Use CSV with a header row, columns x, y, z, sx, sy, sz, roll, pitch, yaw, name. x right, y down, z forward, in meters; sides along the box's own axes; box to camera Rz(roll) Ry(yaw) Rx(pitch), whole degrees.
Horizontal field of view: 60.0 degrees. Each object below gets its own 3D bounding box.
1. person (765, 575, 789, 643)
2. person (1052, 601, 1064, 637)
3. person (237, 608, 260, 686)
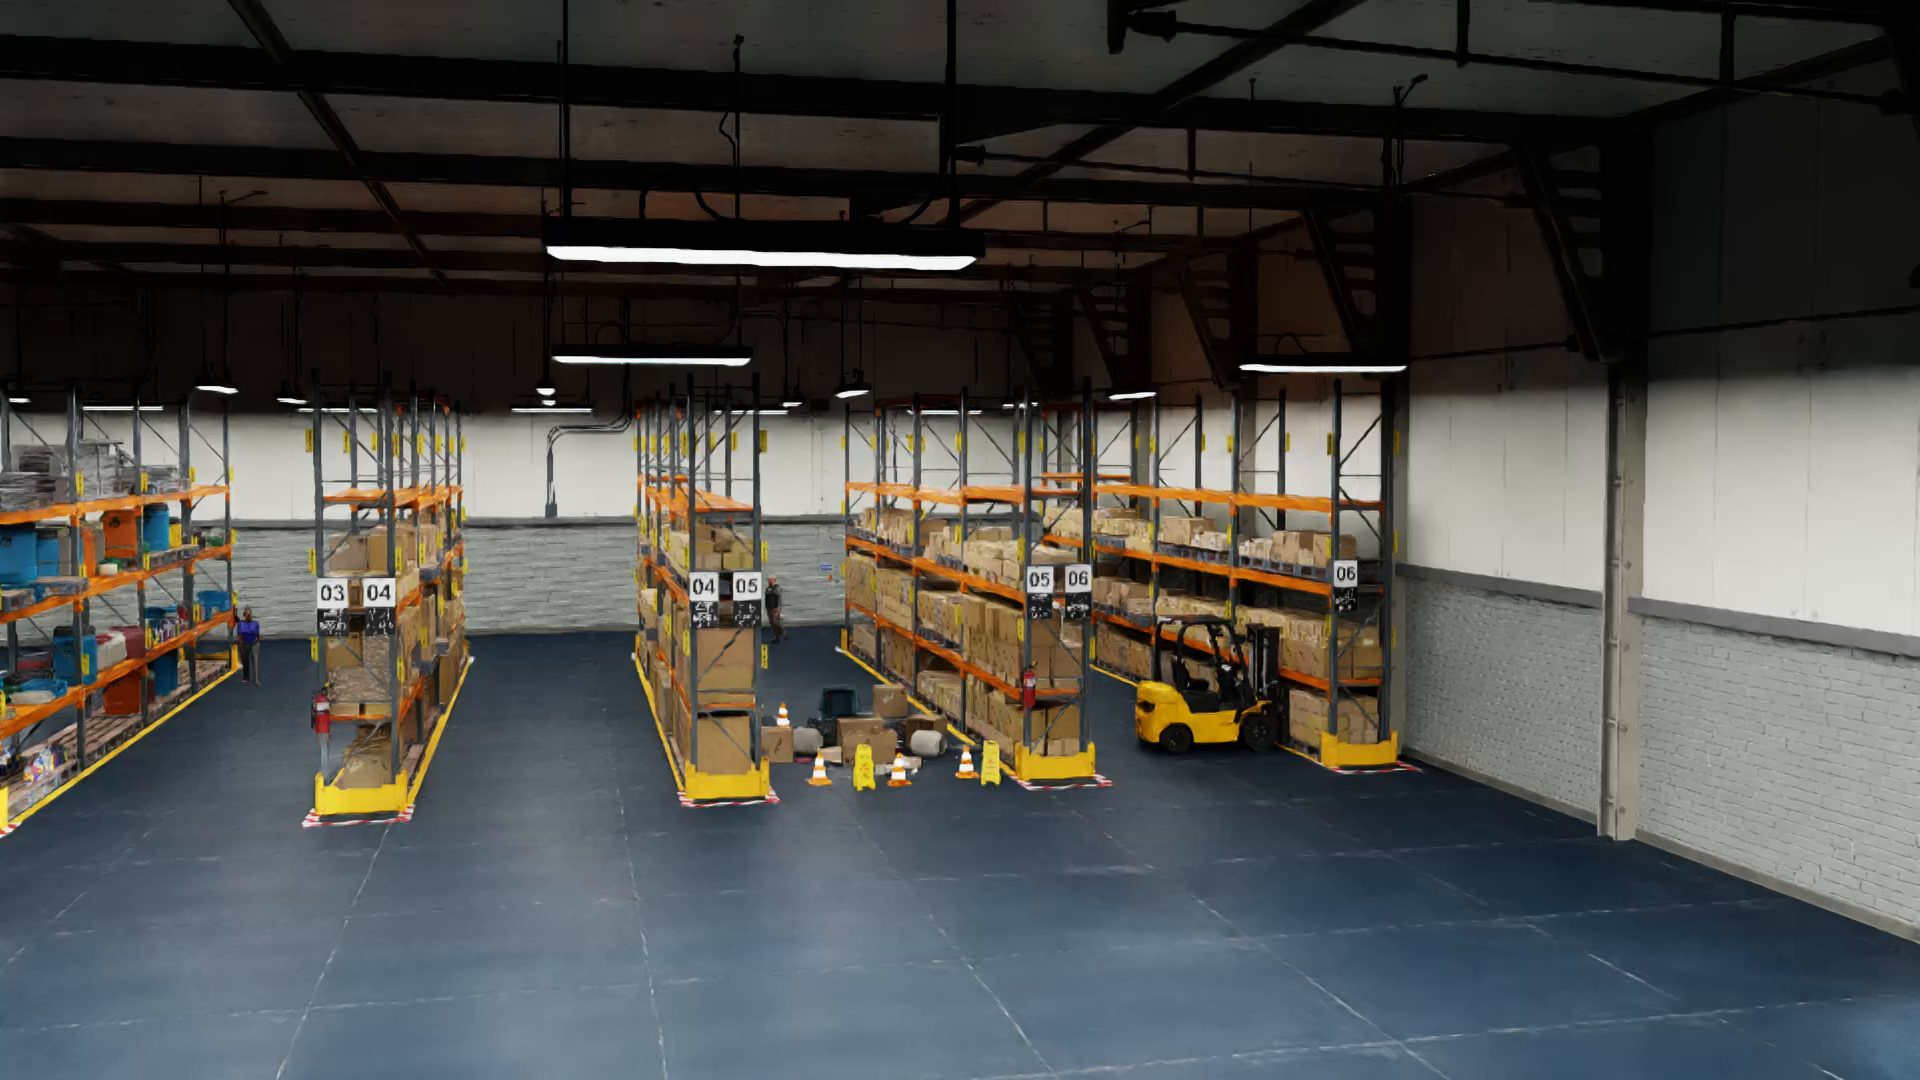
x,y,z,sx,sy,sz,roll,pitch,yaw,name
-4.623,1.724,41.774,0.682,1.712,0.463,3,5,44,person
1.909,2.134,33.947,0.577,1.785,0.655,1,3,13,person
-14.730,2.204,34.441,0.443,1.587,0.996,-1,4,-22,person
